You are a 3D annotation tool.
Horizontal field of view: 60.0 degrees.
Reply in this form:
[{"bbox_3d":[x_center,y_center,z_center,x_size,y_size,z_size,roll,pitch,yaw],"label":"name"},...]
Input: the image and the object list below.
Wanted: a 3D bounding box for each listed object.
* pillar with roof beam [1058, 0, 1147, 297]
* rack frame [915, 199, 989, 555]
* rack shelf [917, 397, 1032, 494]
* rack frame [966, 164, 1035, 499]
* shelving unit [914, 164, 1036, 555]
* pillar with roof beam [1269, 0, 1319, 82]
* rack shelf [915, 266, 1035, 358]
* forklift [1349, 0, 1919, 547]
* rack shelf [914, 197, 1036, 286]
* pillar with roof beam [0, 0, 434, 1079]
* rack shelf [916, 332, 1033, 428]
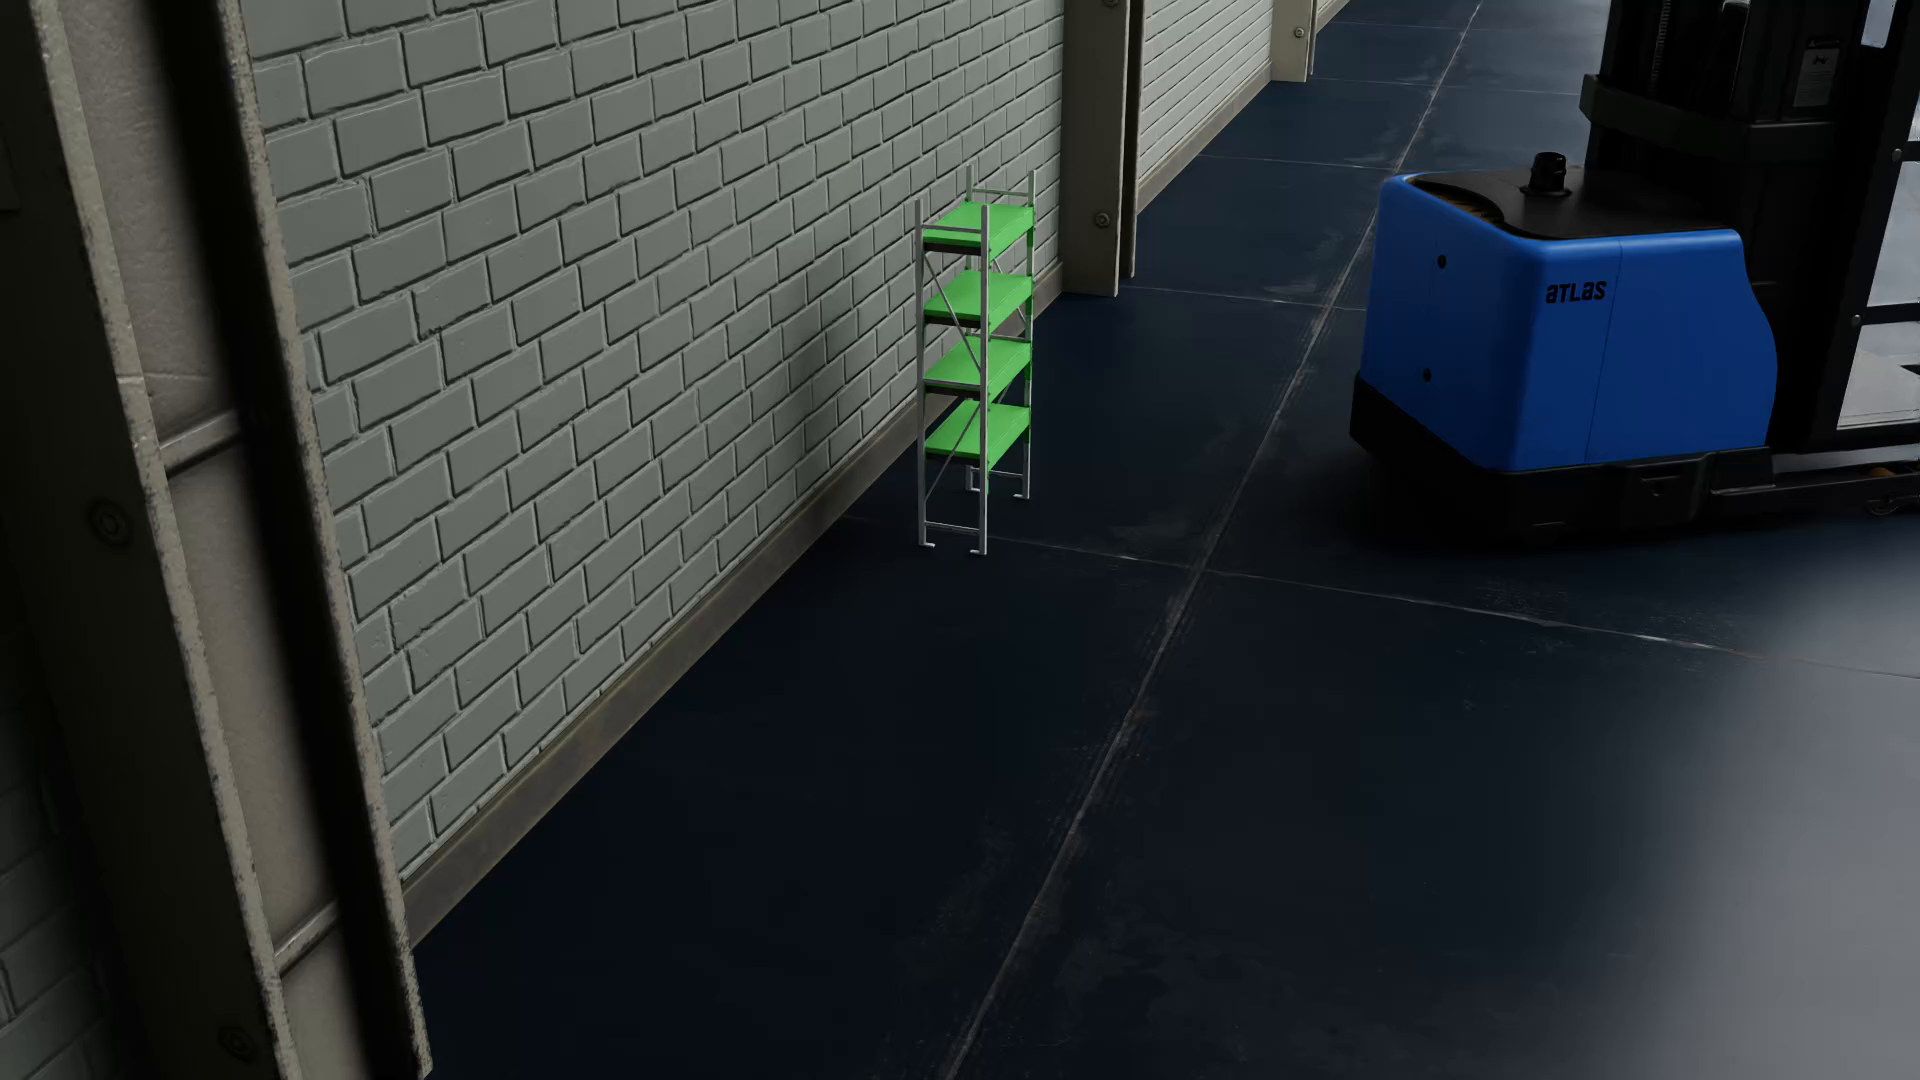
[{"bbox_3d":[4.747,-4.734,5.201,9.100,9.000,0.400,9,27,17],"label":"pillar with roof beam"},{"bbox_3d":[-0.026,-0.508,5.422,0.240,1.200,0.015,9,27,17],"label":"rack frame"},{"bbox_3d":[0.055,-0.335,5.761,0.258,0.148,0.480,9,27,17],"label":"rack shelf"},{"bbox_3d":[0.136,-0.708,5.836,0.240,1.200,0.015,9,27,17],"label":"rack frame"},{"bbox_3d":[0.055,-0.608,5.629,0.258,1.200,0.503,9,27,17],"label":"shelving unit"},{"bbox_3d":[6.744,-7.200,10.293,9.100,9.000,0.400,9,27,17],"label":"pillar with roof beam"},{"bbox_3d":[0.055,-0.767,5.552,0.258,0.148,0.480,9,27,17],"label":"rack shelf"},{"bbox_3d":[3.077,-1.624,5.742,3.031,2.935,1.130,-6,26,-12],"label":"forklift"},{"bbox_3d":[0.055,-0.983,5.448,0.258,0.148,0.480,9,27,17],"label":"rack shelf"},{"bbox_3d":[2.751,-2.268,0.108,9.100,9.000,0.400,9,27,17],"label":"pillar with roof beam"},{"bbox_3d":[0.055,-0.551,5.657,0.258,0.148,0.480,9,27,17],"label":"rack shelf"}]
